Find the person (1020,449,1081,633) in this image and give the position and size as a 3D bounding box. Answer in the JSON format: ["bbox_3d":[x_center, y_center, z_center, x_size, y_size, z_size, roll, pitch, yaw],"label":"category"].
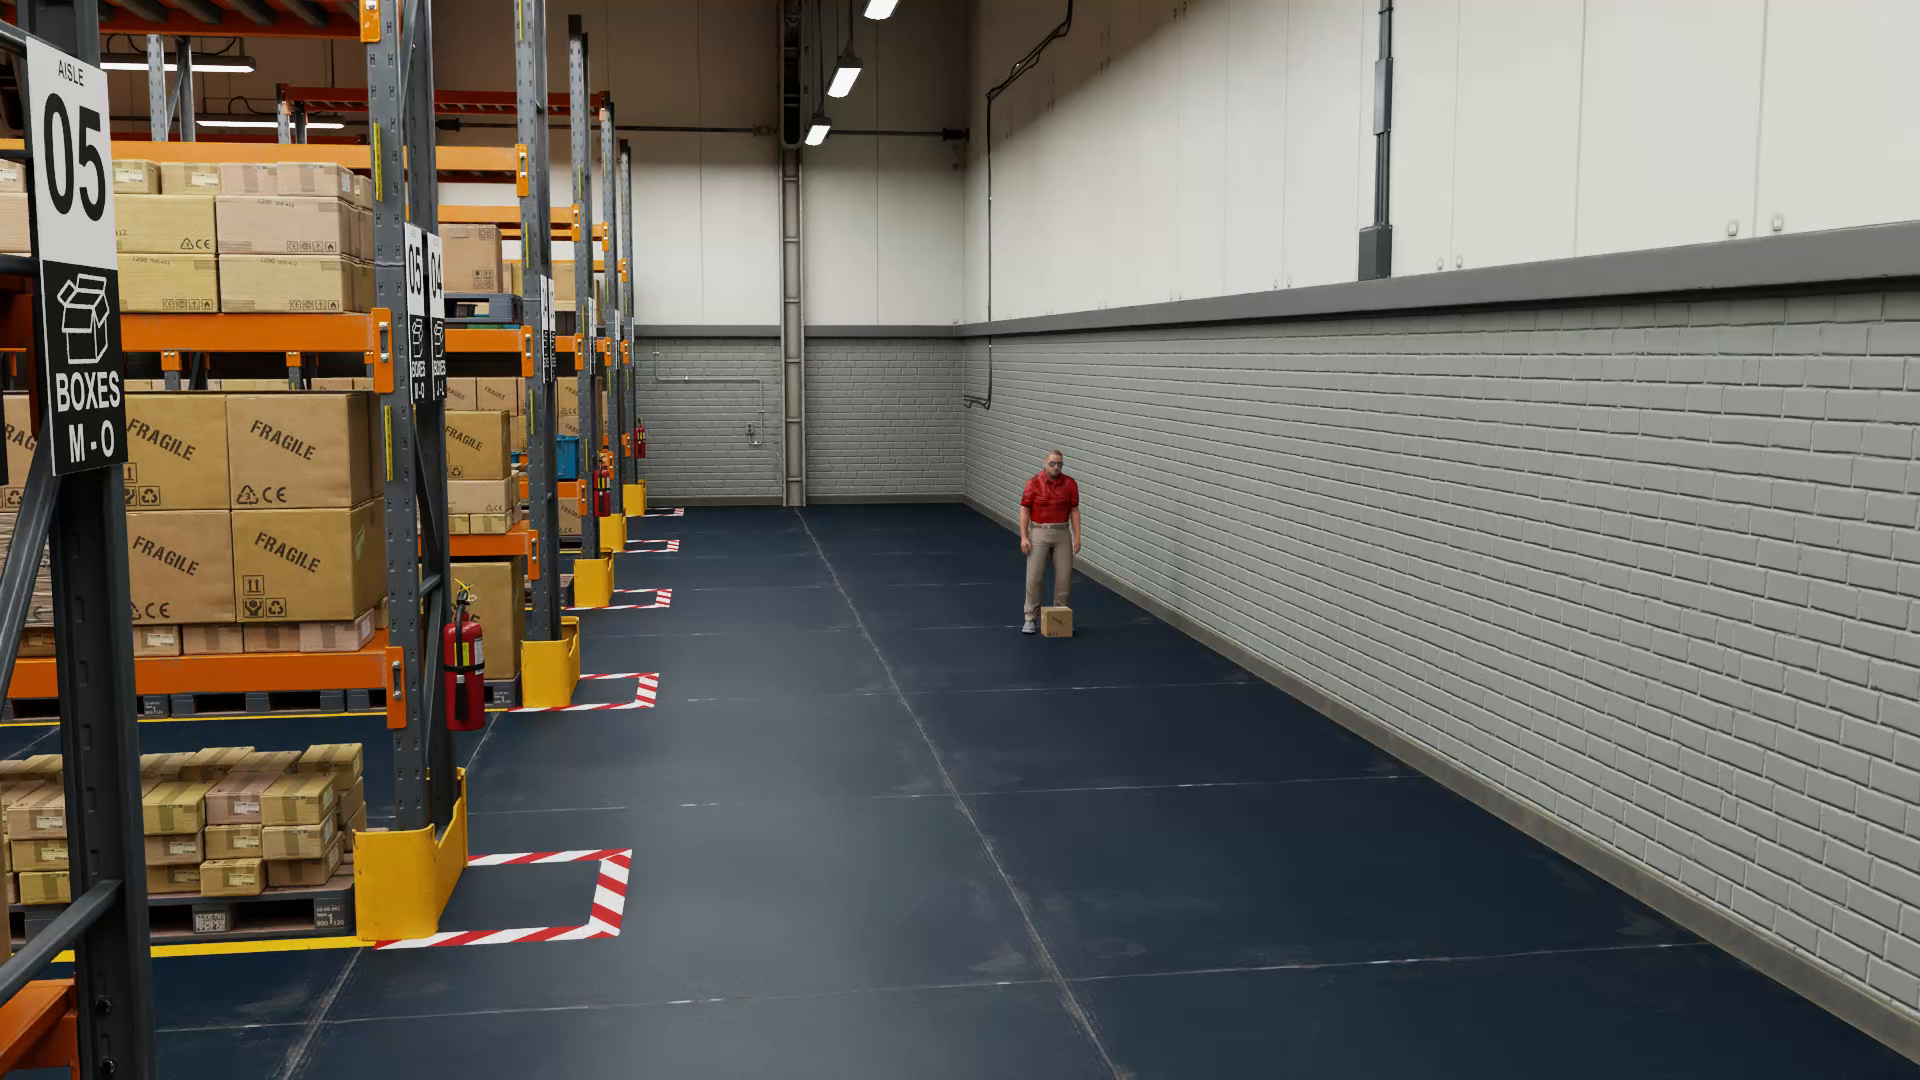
[{"bbox_3d":[0.858,0.003,15.745,0.585,1.727,0.392,-1,7,-8],"label":"person"}]
